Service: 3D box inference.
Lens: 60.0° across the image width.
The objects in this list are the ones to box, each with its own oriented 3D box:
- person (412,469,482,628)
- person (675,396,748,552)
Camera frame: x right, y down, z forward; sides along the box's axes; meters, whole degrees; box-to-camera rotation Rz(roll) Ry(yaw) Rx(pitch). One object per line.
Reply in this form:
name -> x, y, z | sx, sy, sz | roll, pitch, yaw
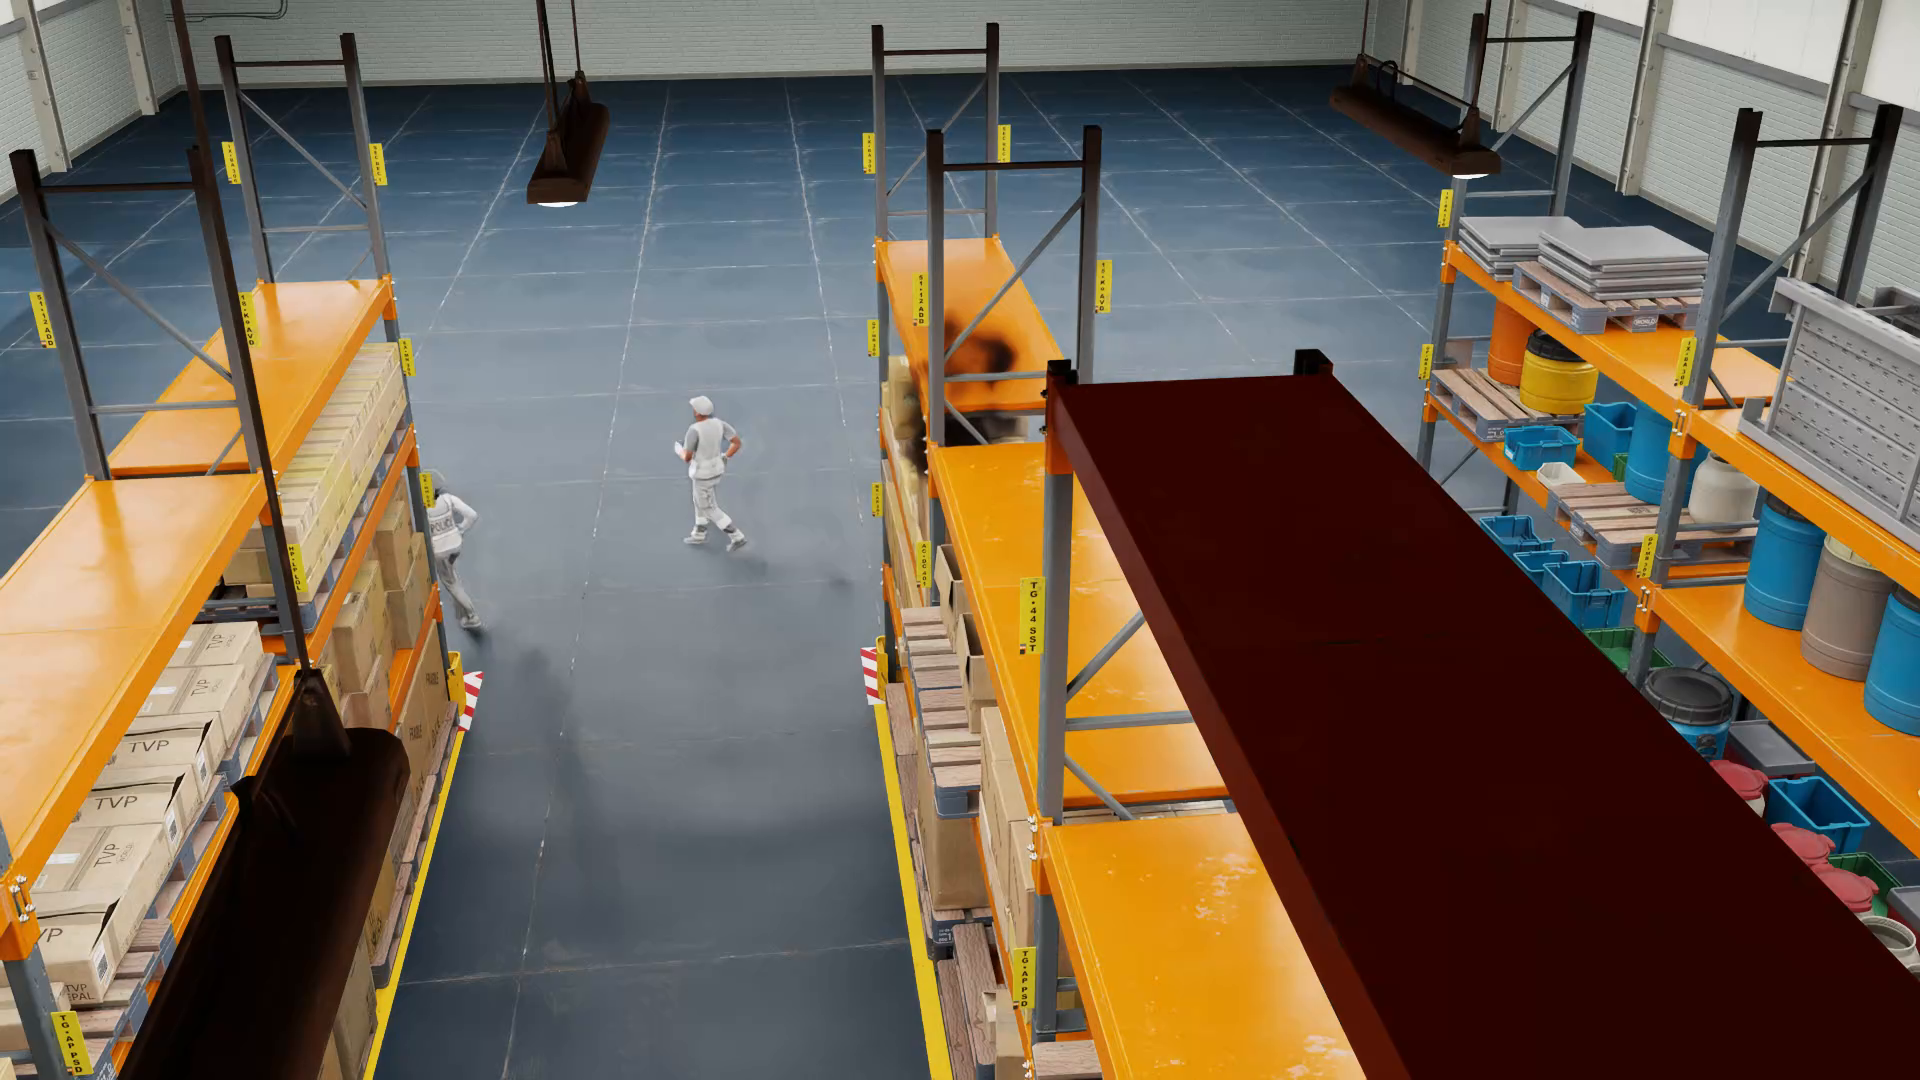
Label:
person -> -5.059, 0.134, 16.307 | 0.629, 1.727, 0.639 | 20, 32, 36
person -> -2.705, -0.672, 17.826 | 0.929, 1.802, 0.634 | 16, 30, 29
